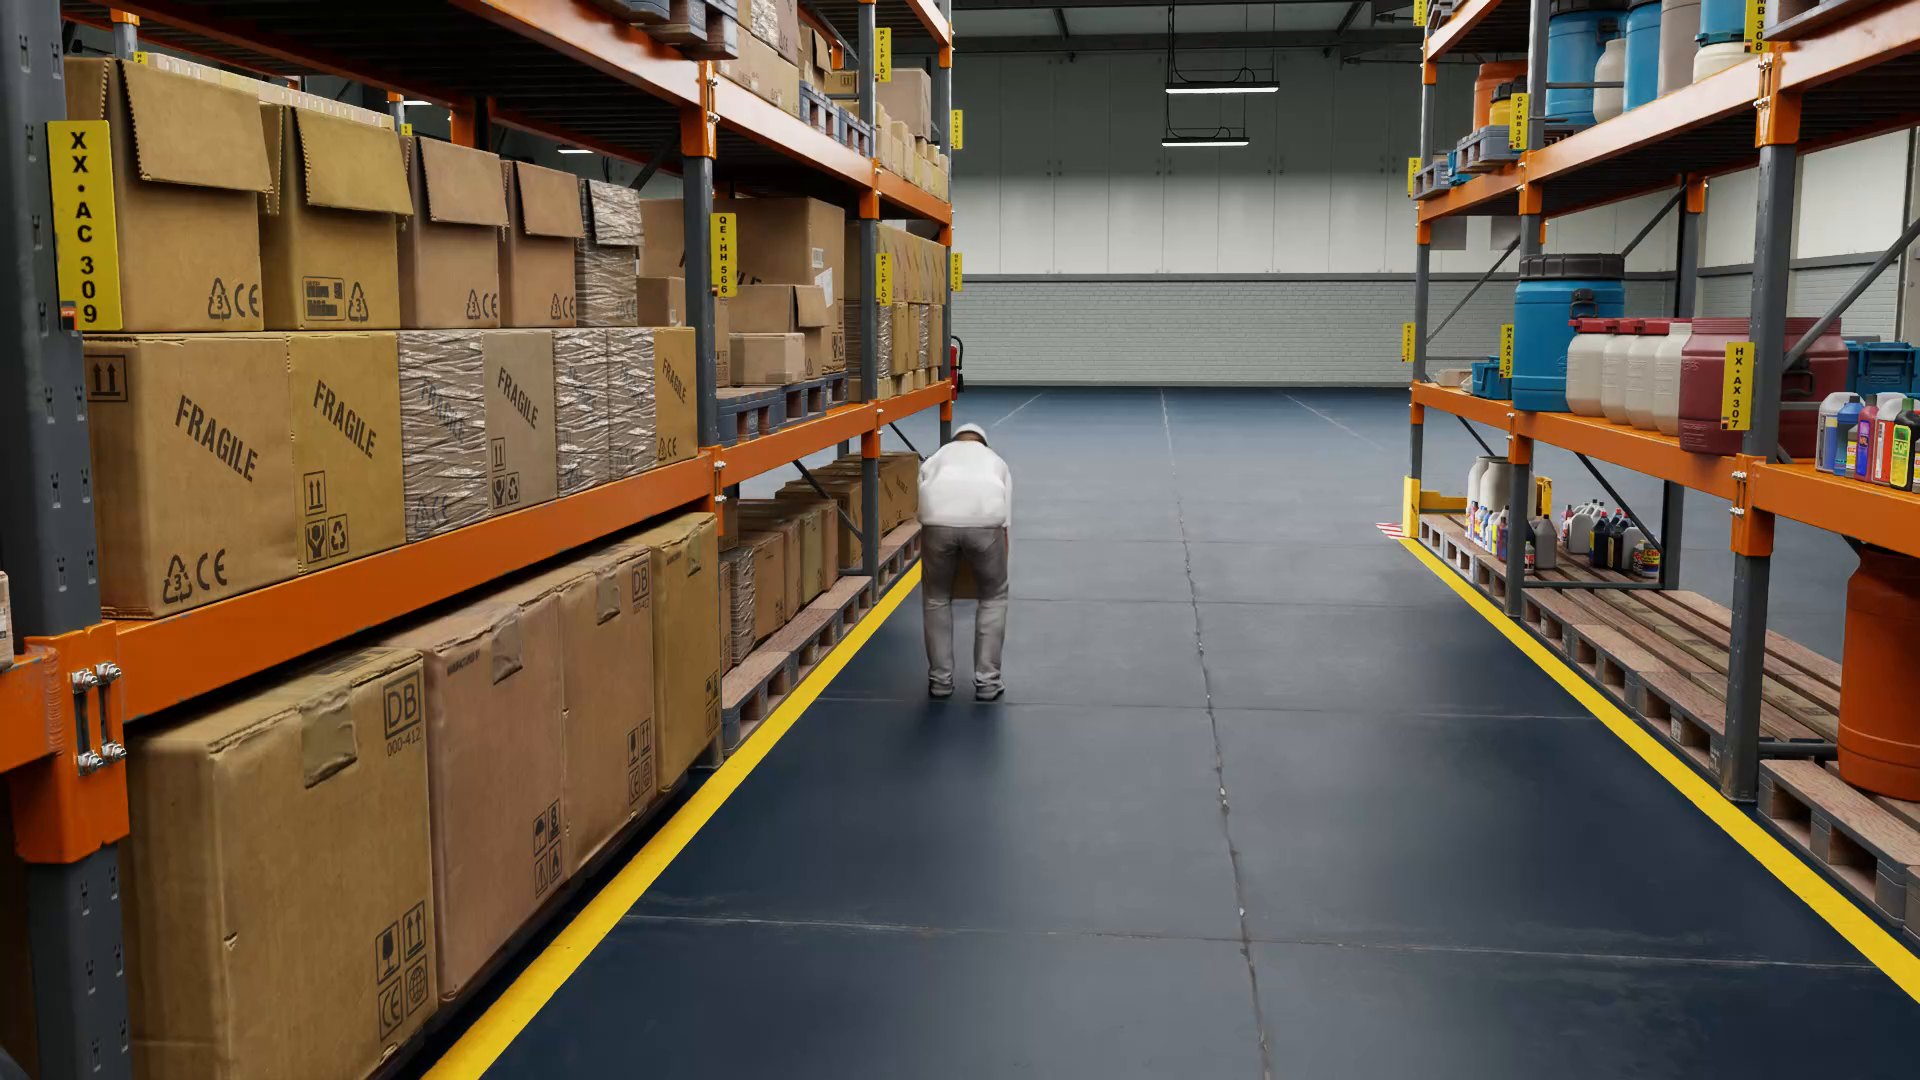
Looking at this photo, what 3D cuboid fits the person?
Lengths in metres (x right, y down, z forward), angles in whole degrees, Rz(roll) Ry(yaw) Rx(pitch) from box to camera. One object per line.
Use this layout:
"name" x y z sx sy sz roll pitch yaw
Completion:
"person" 0.018 0.085 8.337 0.474 1.295 0.940 1 8 5
